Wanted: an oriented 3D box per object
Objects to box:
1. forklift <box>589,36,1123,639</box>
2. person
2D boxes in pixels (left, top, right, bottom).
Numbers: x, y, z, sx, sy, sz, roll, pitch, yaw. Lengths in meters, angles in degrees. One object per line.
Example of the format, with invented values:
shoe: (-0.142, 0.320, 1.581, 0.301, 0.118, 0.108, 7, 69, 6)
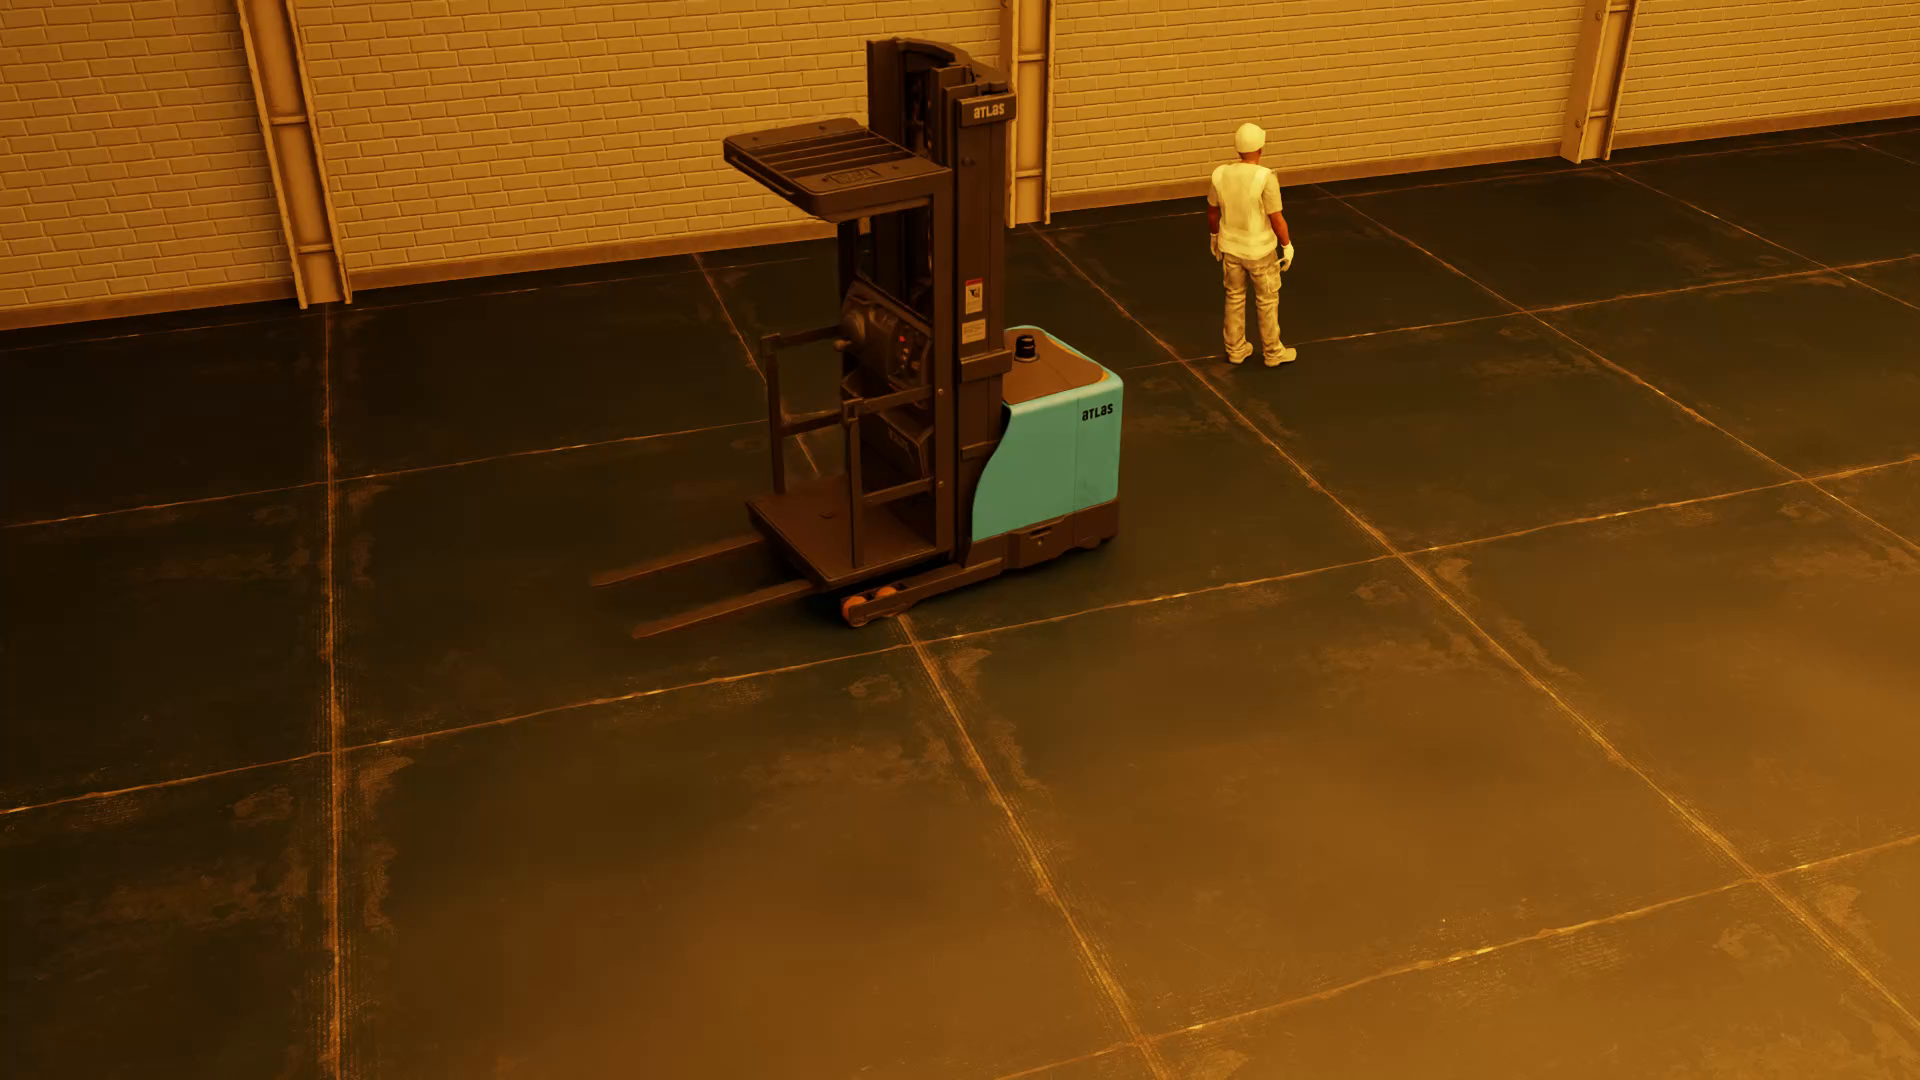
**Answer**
forklift: (-0.581, -1.092, 8.985, 3.031, 2.935, 1.130, -17, 34, -26)
person: (2.106, -2.120, 11.909, 0.655, 1.782, 0.577, 22, 37, 34)
